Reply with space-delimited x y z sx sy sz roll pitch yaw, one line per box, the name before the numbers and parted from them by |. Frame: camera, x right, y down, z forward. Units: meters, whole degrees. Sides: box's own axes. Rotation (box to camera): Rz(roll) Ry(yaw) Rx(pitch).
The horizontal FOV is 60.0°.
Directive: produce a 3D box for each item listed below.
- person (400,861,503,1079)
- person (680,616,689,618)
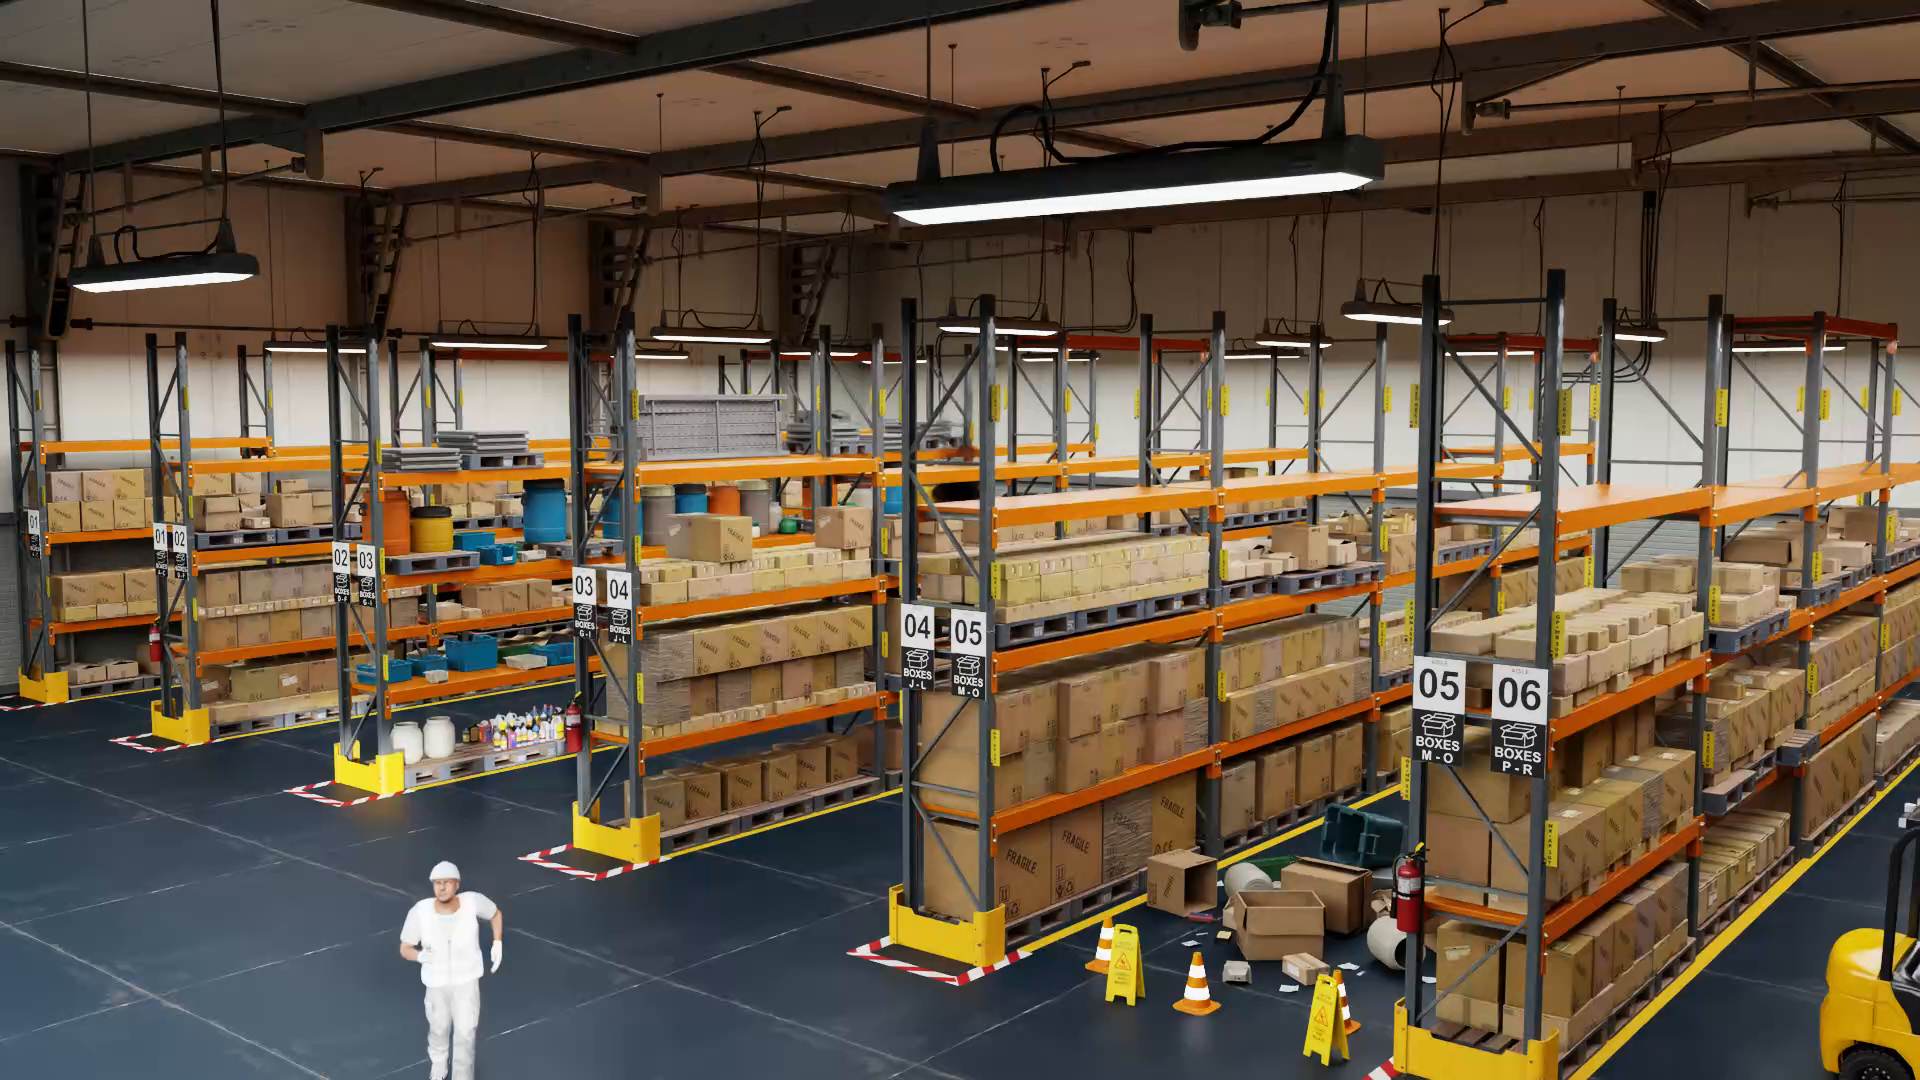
person | -3.670 3.195 12.037 0.695 1.828 0.929 -1 5 -12
person | -4.675 1.693 29.066 0.710 1.733 0.637 3 6 27
